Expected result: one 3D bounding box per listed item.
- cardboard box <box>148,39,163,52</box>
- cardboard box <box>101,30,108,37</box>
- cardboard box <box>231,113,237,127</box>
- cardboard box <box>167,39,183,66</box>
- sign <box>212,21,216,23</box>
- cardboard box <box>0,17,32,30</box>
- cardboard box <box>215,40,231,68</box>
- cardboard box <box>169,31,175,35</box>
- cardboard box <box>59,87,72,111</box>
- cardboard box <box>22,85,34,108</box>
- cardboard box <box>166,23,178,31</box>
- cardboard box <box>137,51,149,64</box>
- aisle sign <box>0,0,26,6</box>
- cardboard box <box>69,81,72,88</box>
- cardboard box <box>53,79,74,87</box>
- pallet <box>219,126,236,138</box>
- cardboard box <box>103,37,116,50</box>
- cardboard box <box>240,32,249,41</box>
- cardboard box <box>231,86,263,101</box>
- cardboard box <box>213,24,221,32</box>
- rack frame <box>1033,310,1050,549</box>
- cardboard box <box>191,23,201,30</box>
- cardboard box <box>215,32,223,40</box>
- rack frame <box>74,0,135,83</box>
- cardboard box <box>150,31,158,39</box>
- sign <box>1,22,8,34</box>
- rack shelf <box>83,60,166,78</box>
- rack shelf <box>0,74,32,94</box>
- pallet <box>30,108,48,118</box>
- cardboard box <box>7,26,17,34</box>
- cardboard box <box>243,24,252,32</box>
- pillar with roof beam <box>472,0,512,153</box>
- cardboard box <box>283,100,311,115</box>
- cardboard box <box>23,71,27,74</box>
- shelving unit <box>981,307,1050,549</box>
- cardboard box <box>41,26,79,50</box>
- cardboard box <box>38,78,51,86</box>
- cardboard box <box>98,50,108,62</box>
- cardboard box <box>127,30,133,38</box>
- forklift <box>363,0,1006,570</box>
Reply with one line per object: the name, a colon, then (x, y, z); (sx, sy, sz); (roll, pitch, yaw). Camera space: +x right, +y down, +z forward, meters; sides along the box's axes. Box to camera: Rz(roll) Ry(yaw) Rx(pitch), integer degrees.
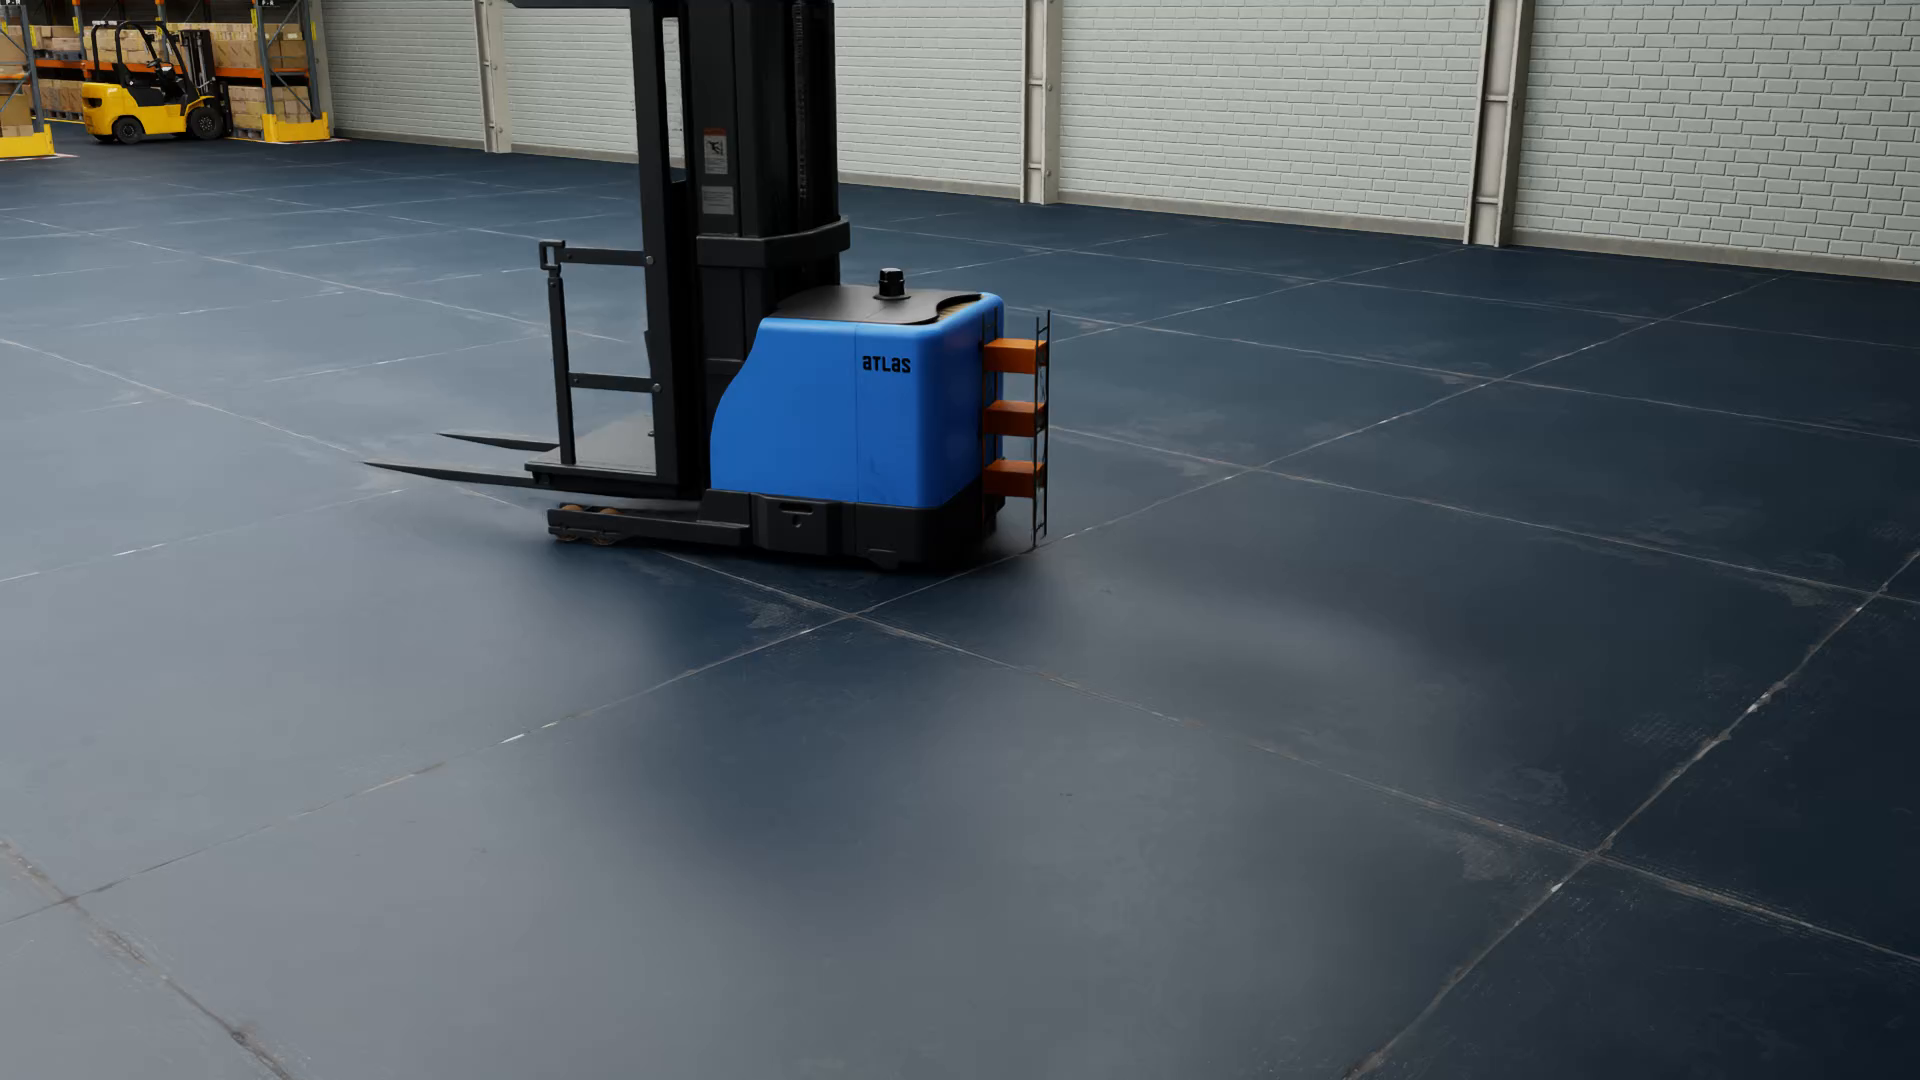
cardboard box: (-16.059, -10.004, 33.598); (0.500, 0.250, 0.500); (14, 23, 38)
cardboard box: (-17.857, -10.677, 35.059); (0.250, 0.149, 0.380); (15, 23, 40)
cardboard box: (-13.825, -8.111, 32.060); (0.500, 0.250, 0.500); (15, 23, 40)
cardboard box: (-15.363, -9.696, 33.040); (0.500, 0.500, 0.500); (14, 22, 38)
sign: (-15.155, -10.373, 33.776); (0.005, 0.325, 0.100); (15, 23, 39)
cardboard box: (-22.443, -12.190, 39.580); (0.500, 0.500, 0.500); (14, 23, 38)
cardboard box: (-13.838, -9.290, 31.759); (0.500, 0.500, 0.500); (14, 23, 38)
cardboard box: (-15.458, -10.030, 33.020); (0.250, 0.149, 0.380); (15, 23, 38)
cardboard box: (-19.733, -9.852, 37.135); (0.500, 0.500, 0.500); (16, 24, 42)
cardboard box: (-21.293, -10.264, 38.432); (0.500, 0.500, 0.500); (16, 24, 42)
cardboard box: (-15.481, -10.164, 32.951); (0.250, 0.149, 0.380); (16, 23, 40)
cardboard box: (-16.452, -9.867, 33.991); (0.500, 0.250, 0.500); (15, 23, 39)
aisle sign: (-15.570, -9.167, 27.239); (0.004, 0.787, 0.394); (15, 23, 39)
cardboard box: (-19.444, -10.070, 36.750); (0.250, 0.149, 0.380); (14, 22, 37)
cardboard box: (-20.174, -10.293, 37.452); (0.250, 0.149, 0.380); (15, 23, 39)
pallet: (-14.038, -8.054, 32.639); (1.213, 0.211, 1.003); (15, 23, 39)
cardboard box: (-17.591, -10.412, 34.884); (0.500, 0.250, 0.500); (14, 23, 38)
cardboard box: (-13.186, -9.401, 31.039); (0.250, 0.149, 0.380); (16, 23, 40)
cardboard box: (-13.468, -8.483, 31.581); (0.500, 0.250, 0.500); (16, 23, 40)
cardboard box: (-13.959, -9.750, 31.646); (0.250, 0.149, 0.380); (16, 23, 40)
rack frame: (0.363, -0.489, 7.418); (0.008, 1.050, 0.200); (6, 18, 17)
cardboard box: (-14.692, -9.962, 32.314); (0.250, 0.149, 0.380); (15, 23, 38)
cardboard box: (-13.951, -9.609, 31.692); (0.250, 0.149, 0.380); (15, 23, 40)
rack frame: (-18.514, -10.600, 36.053); (0.127, 3.000, 1.000); (15, 23, 39)
cardboard box: (-16.130, -10.220, 33.617); (0.250, 0.149, 0.380); (15, 23, 38)
sign: (-21.860, -11.691, 38.061); (0.005, 0.325, 0.100); (15, 23, 39)
rack shelf: (-17.018, -9.855, 34.896); (4.000, 0.370, 1.077); (15, 23, 39)
rack shelf: (-17.318, -7.929, 28.825); (4.000, 0.370, 1.077); (15, 23, 39)
pallet: (-20.872, -9.919, 38.518); (1.213, 0.211, 1.003); (15, 23, 39)
cardboard box: (-21.292, -11.503, 38.040); (0.500, 0.500, 0.700); (16, 23, 41)
cardboard box: (-13.143, -9.559, 31.044); (0.250, 0.149, 0.380); (15, 23, 39)
pillar with roof beam: (-10.823, -10.018, 24.302); (0.400, 9.000, 9.100); (15, 23, 39)
cardboard box: (-12.744, -8.263, 31.714); (0.500, 0.250, 0.500); (16, 23, 40)
cardboard box: (-21.374, -10.744, 38.382); (0.250, 0.149, 0.380); (15, 23, 38)
shelving unit: (0.247, -0.501, 7.454); (0.252, 1.050, 0.215); (6, 18, 17)
cardboard box: (-19.857, -11.135, 36.875); (0.637, 0.503, 0.797); (14, 23, 38)
cardboard box: (-20.956, -10.502, 38.109); (0.250, 0.149, 0.380); (14, 22, 36)
cardboard box: (-17.971, -10.282, 35.299); (0.500, 0.250, 0.500); (14, 23, 38)
cardboard box: (-16.900, -10.422, 34.254); (0.250, 0.149, 0.380); (15, 23, 40)
forklift: (-1.360, -1.515, 7.539); (3.031, 2.935, 1.130); (6, 18, 17)
